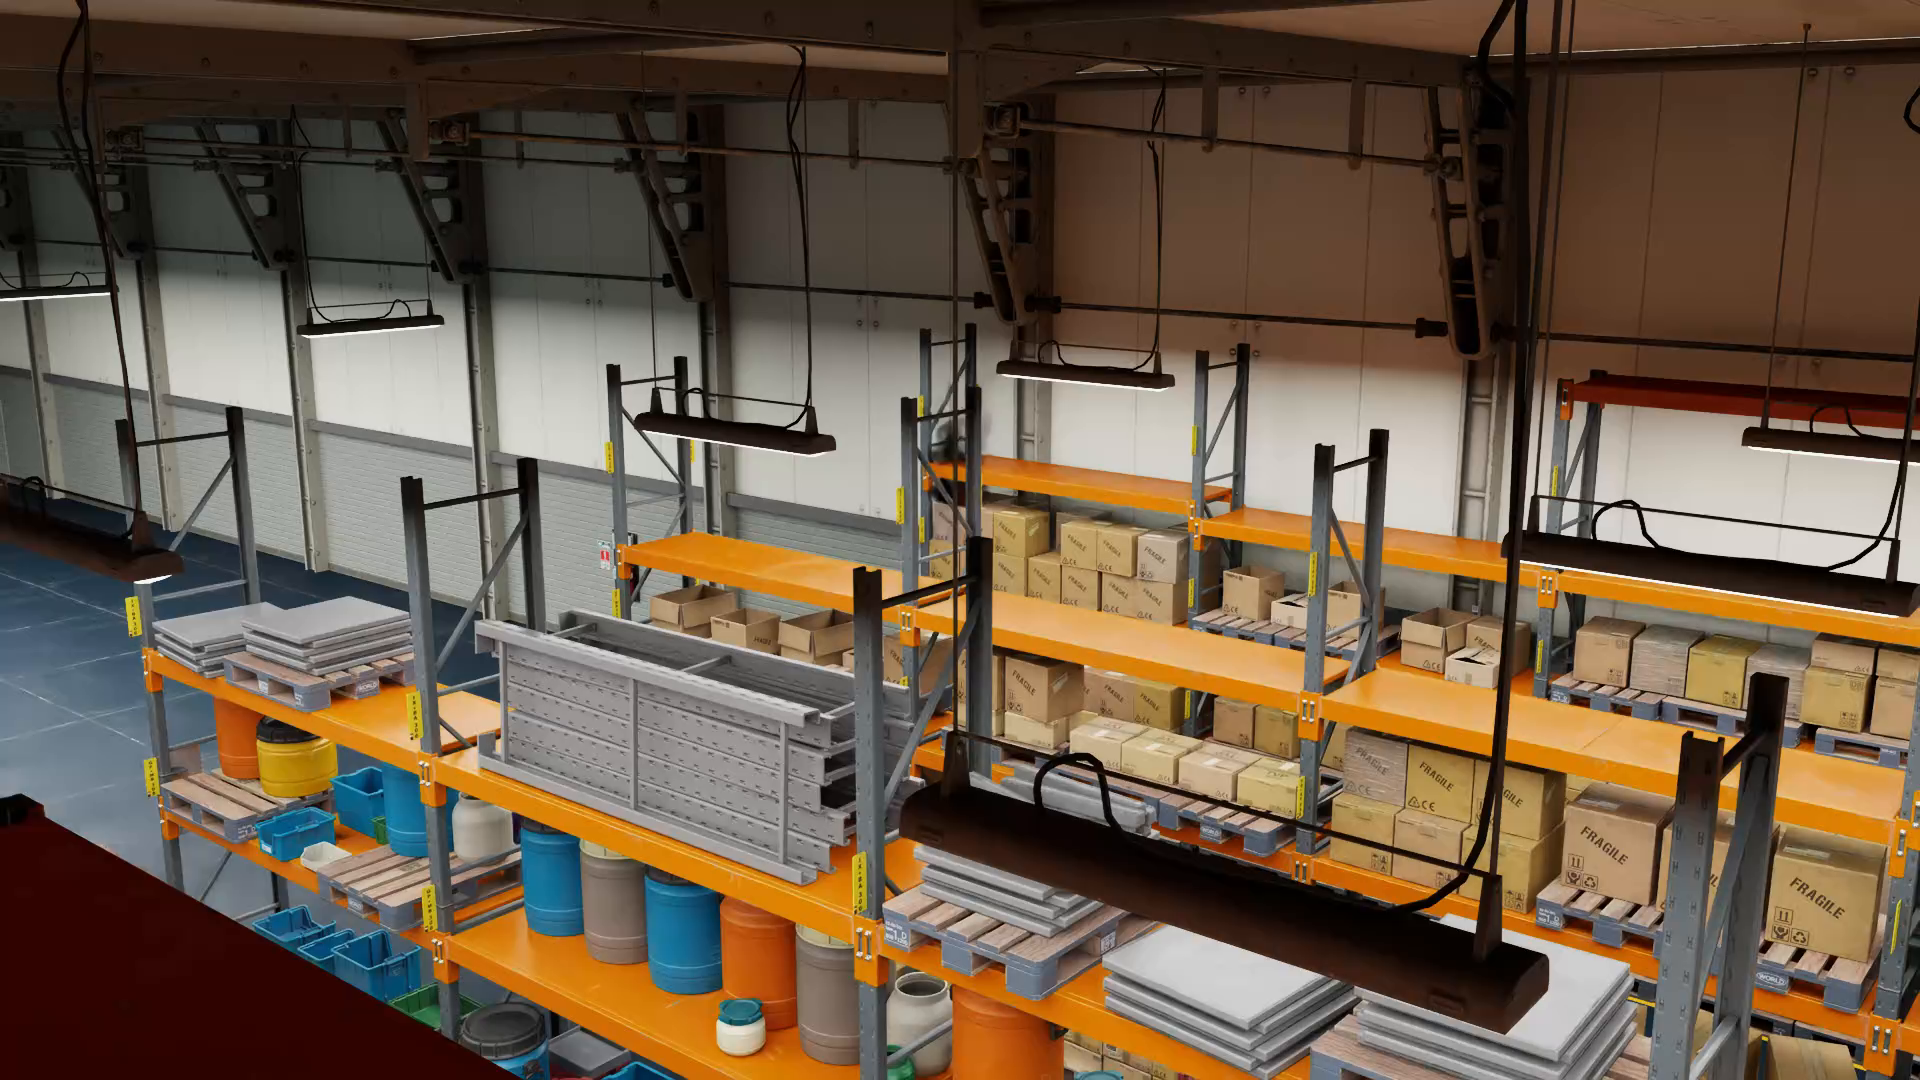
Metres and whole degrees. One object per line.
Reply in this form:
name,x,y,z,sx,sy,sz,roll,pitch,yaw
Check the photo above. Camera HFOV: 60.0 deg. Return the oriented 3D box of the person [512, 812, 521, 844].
person,-5.076,3.029,19.182,0.927,1.636,0.613,-7,15,-30
